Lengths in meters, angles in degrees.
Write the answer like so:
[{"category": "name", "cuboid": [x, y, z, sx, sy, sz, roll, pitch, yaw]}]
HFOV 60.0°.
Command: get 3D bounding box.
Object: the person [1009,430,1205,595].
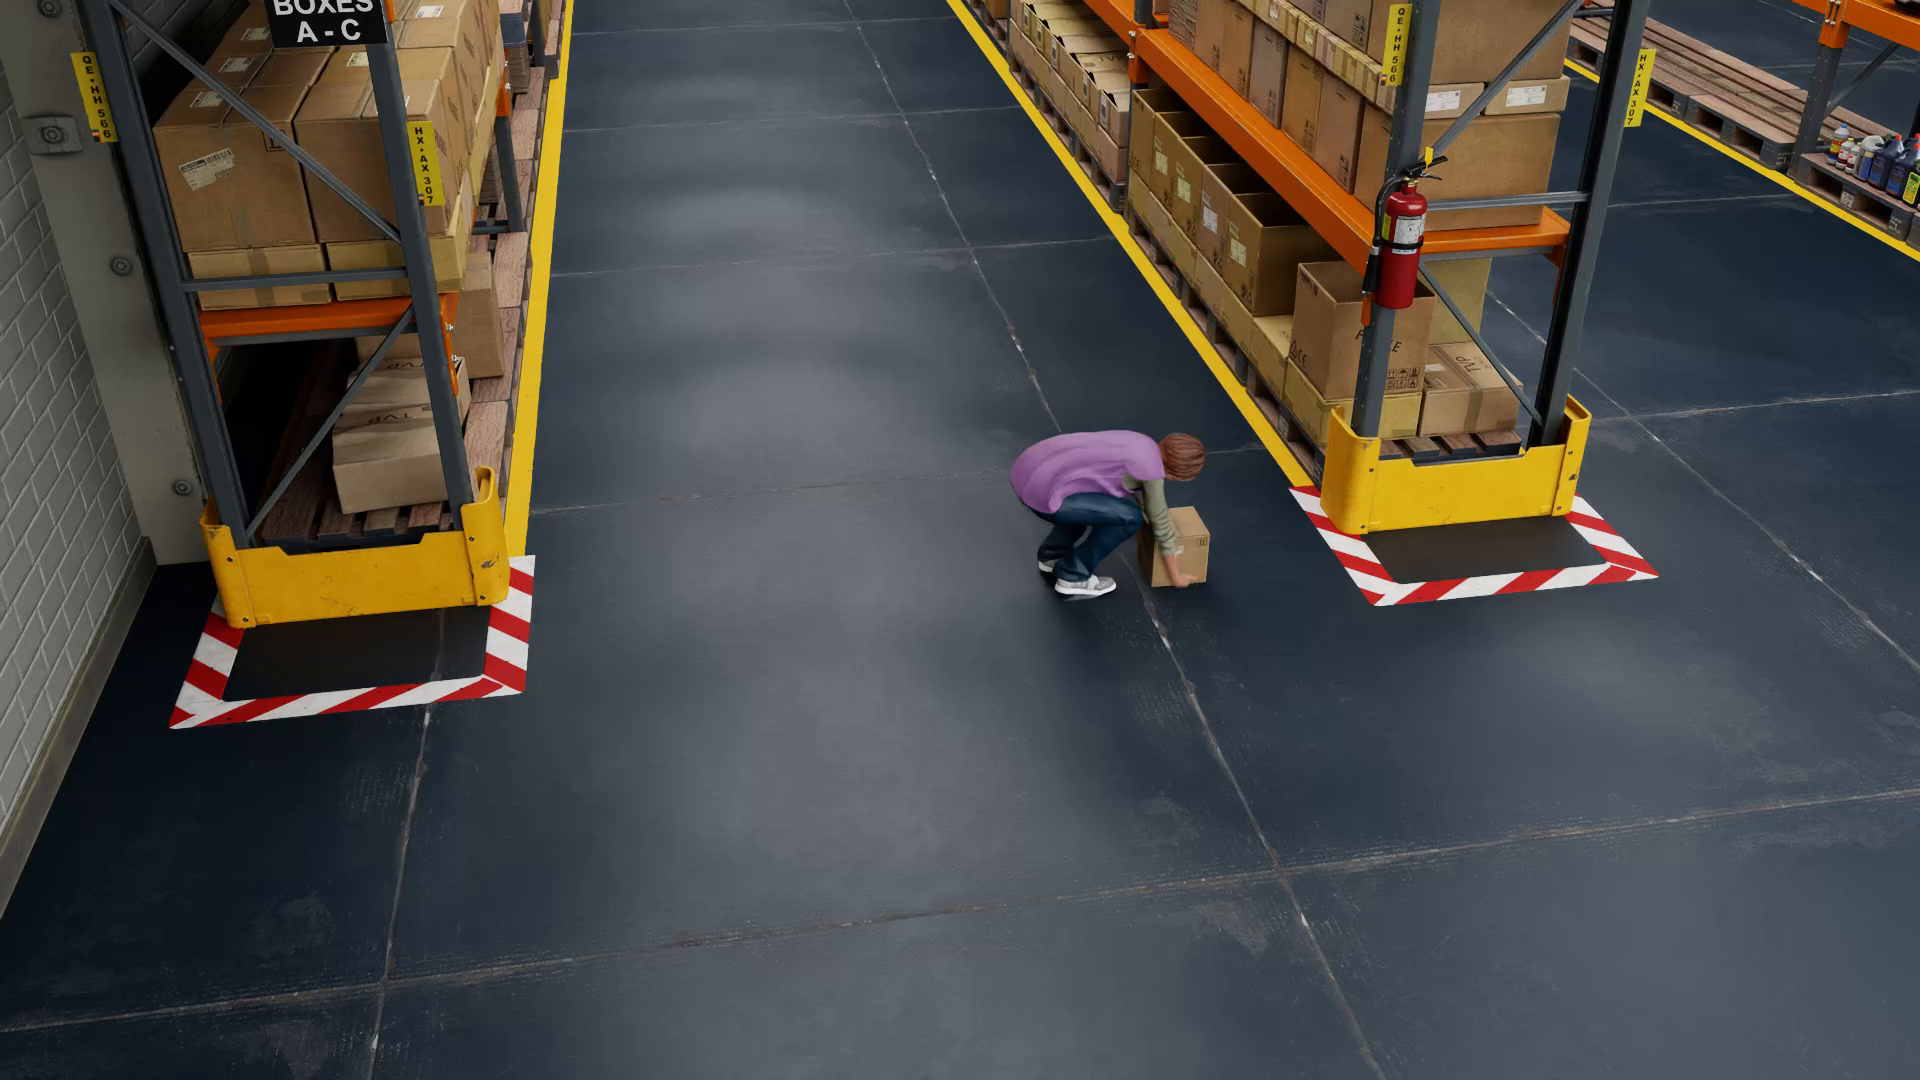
[{"category": "person", "cuboid": [0.640, -0.132, 7.240, 0.872, 0.738, 0.419, -6, 32, -10]}]
